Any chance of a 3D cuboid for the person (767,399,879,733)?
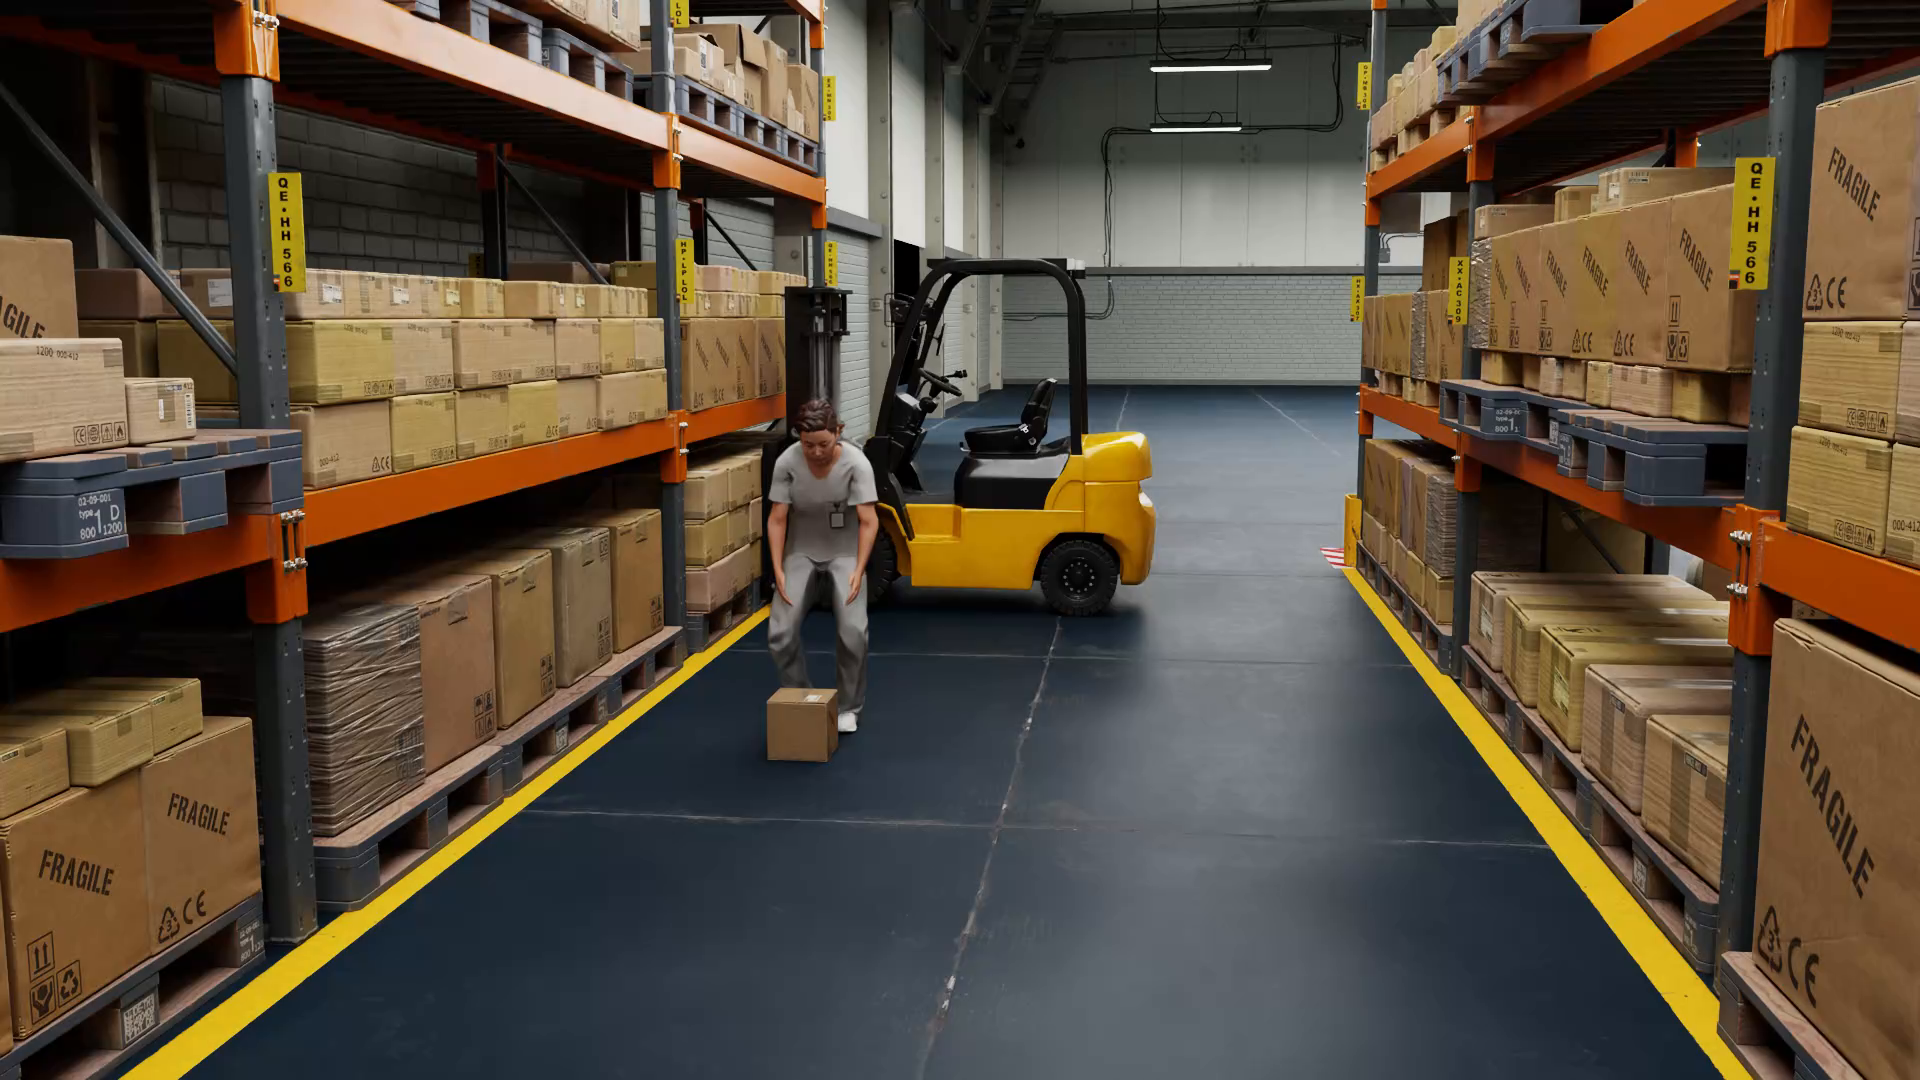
[{"bbox_3d":[-0.587,0.112,7.270,0.488,1.469,0.575,1,8,7],"label":"person"}]
